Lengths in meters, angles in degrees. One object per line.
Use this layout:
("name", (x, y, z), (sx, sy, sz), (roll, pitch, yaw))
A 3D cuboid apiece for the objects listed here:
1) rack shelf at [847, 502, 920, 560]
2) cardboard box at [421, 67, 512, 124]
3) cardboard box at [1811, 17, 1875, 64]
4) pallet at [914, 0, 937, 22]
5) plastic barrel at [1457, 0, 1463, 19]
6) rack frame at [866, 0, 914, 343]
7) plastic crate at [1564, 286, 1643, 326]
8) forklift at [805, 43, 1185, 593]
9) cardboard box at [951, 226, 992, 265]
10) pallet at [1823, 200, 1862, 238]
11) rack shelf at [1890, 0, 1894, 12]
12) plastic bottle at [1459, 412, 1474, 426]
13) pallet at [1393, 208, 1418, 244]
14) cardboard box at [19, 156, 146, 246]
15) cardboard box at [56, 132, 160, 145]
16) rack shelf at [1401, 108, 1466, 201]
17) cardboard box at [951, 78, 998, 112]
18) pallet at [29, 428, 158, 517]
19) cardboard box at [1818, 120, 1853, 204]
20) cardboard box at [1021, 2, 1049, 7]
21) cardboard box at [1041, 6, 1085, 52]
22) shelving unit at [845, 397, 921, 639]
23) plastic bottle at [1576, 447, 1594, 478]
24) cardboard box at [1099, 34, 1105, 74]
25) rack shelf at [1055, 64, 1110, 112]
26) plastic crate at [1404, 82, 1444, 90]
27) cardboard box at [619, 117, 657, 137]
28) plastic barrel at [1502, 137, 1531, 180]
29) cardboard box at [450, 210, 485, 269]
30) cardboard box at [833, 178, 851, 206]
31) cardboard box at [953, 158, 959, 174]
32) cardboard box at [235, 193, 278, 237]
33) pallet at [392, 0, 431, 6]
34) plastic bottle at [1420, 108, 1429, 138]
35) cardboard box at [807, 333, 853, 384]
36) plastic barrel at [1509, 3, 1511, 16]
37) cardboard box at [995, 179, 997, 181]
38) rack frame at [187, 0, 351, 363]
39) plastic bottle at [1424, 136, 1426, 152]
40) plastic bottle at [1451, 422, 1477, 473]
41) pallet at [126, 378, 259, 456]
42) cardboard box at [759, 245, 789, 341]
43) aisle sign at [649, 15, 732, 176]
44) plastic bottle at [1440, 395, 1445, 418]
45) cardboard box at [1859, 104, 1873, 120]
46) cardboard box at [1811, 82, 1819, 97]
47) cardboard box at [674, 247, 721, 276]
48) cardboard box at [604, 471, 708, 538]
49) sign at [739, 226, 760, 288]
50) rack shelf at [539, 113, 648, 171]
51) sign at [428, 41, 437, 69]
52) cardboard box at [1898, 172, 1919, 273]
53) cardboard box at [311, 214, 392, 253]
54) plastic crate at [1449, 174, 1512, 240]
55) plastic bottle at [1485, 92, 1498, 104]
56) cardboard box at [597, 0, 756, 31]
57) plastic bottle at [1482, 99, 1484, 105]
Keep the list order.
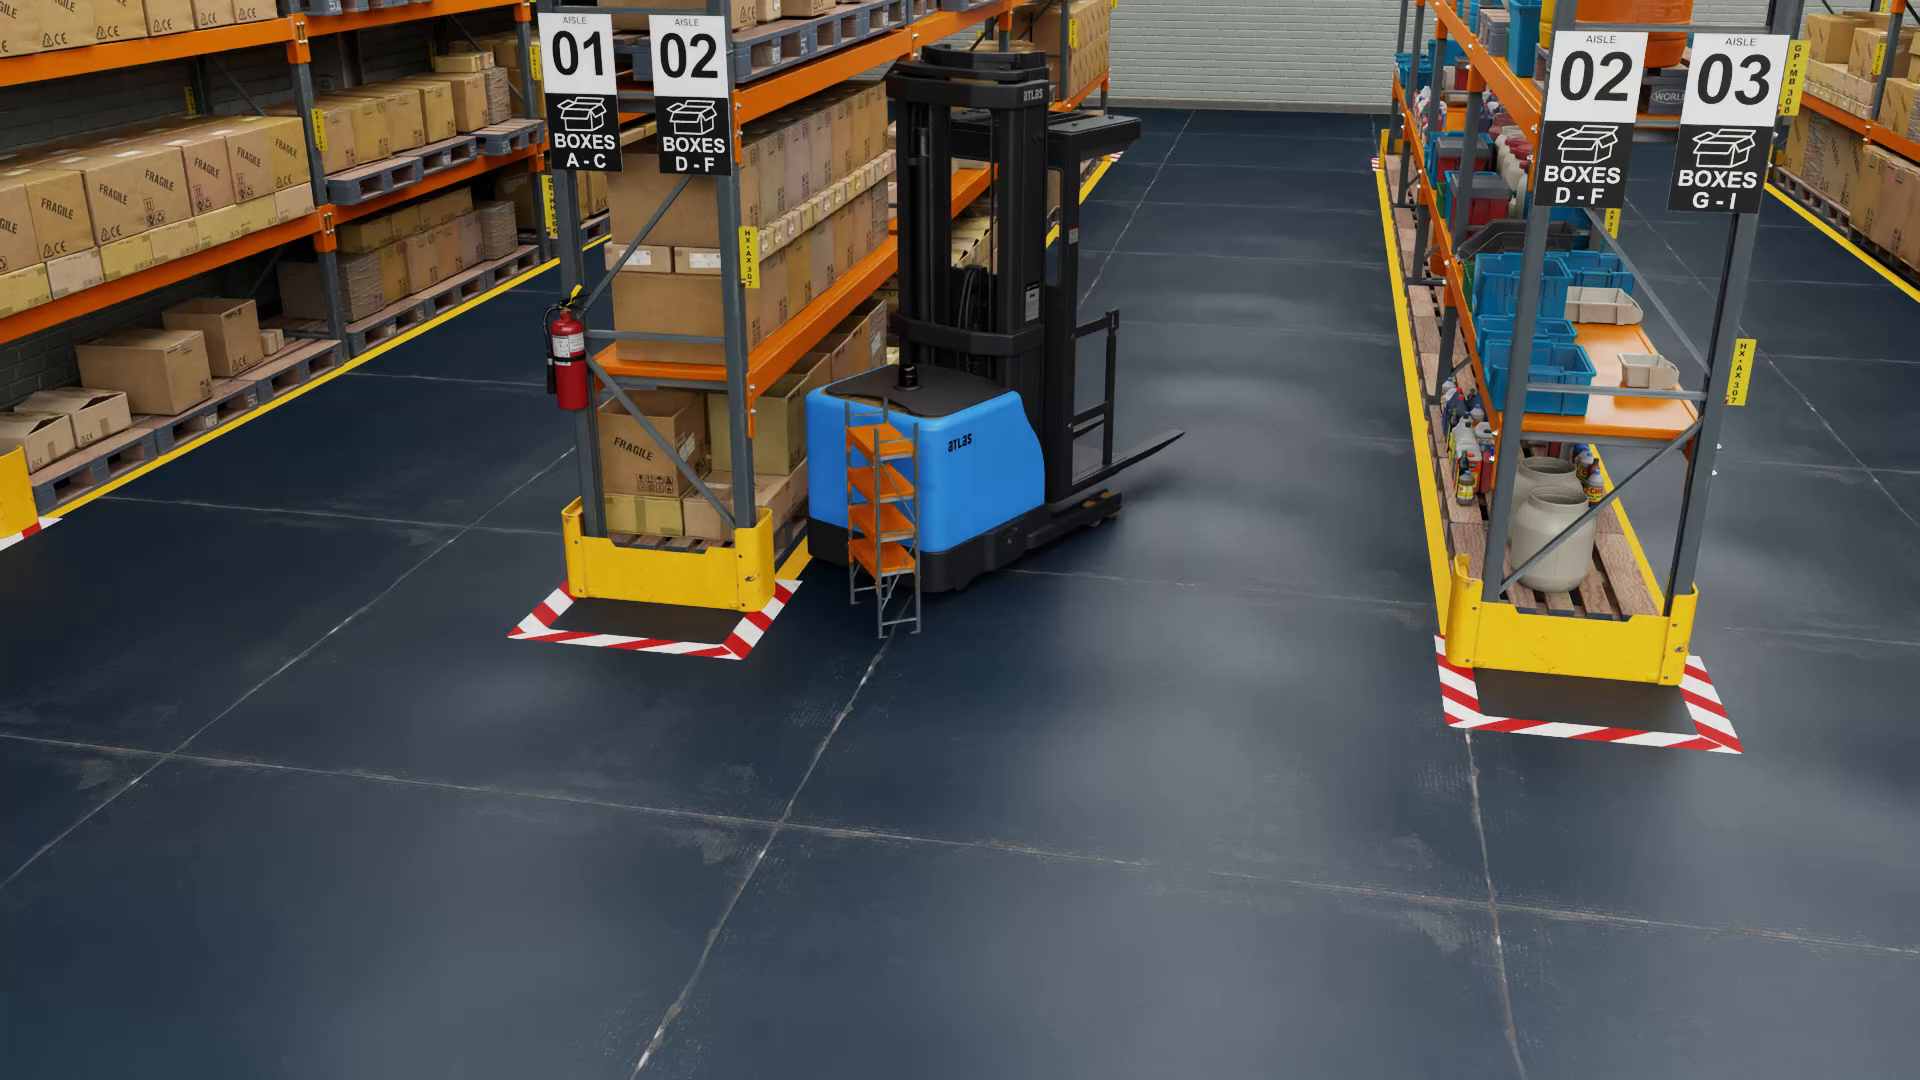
("rack shelf", (-0.420, -0.061, 9.078), (0.258, 0.148, 0.480), (-8, 23, -20))
("cardboard box", (-4.959, -4.478, 16.734), (0.700, 0.500, 0.500), (2, 22, 5))
("cardboard box", (10.743, -6.081, 20.237), (0.500, 0.500, 0.500), (4, 22, 9))
("pallet", (-0.671, -4.187, 12.976), (0.805, 0.209, 1.217), (4, 22, 9))
("plastic barrel", (4.168, -4.487, 12.793), (0.600, 0.901, 0.708), (4, 22, 11))
("rack frame", (-0.838, -2.561, 12.697), (1.000, 3.000, 0.127), (4, 22, 11))
("plastic crate", (3.927, -1.446, 10.283), (0.530, 0.136, 0.437), (4, 22, 11))
("forklift", (0.385, -1.545, 10.266), (1.130, 2.935, 3.031), (16, 27, 35))
("cardboard box", (0.012, -2.802, 15.664), (0.500, 0.311, 0.500), (4, 22, 10))
("pallet", (10.723, -3.709, 19.280), (1.003, 0.211, 1.213), (4, 22, 11))
("rack shelf", (10.899, -6.519, 19.473), (1.077, 0.370, 4.000), (4, 22, 11))
("plastic bottle", (3.407, -0.731, 11.217), (0.097, 0.271, 0.097), (0, 22, 0))
("pallet", (5.444, -3.535, 18.849), (1.003, 0.211, 1.213), (4, 22, 11))
("cardboard box", (-5.891, -2.282, 11.175), (0.500, 0.500, 0.500), (4, 22, 9))
("cardboard box", (-6.205, -2.698, 12.208), (0.500, 0.500, 0.500), (5, 22, 12))
("rack shelf", (5.234, -4.043, 17.339), (1.077, 0.370, 4.000), (4, 22, 11))
("cardboard box", (-0.004, -4.504, 16.825), (0.700, 0.500, 0.500), (-3, 22, -7))
("pallet", (-6.289, -0.503, 11.320), (1.003, 0.211, 1.213), (4, 22, 11))
("cardboard box", (10.888, -4.504, 19.803), (0.875, 0.875, 0.875), (4, 22, 11))
("cardboard box", (0.849, -6.573, 21.188), (0.500, 0.500, 0.500), (5, 22, 11))
("cardboard box", (1.270, -6.336, 20.599), (0.500, 0.500, 0.500), (4, 22, 9))
("shelving unit", (-0.420, -0.123, 9.053), (0.258, 1.200, 0.503), (-8, 23, -20))
("plastic bottle", (3.959, -0.459, 10.541), (0.097, 0.271, 0.097), (0, 22, 0))
("cardboard box", (1.683, -6.621, 22.645), (0.500, 0.500, 0.500), (5, 22, 11))
("rack shelf", (1.202, -5.884, 21.912), (1.077, 0.370, 4.000), (4, 22, 11))
("plastic crate", (5.608, -5.438, 20.128), (0.437, 0.125, 0.590), (4, 22, 11))
("cardboard box", (-4.062, -4.813, 20.604), (0.750, 0.750, 0.750), (5, 22, 12))
("plastic barrel", (4.658, -3.005, 13.617), (0.433, 0.535, 0.433), (0, 22, 0))
("cardboard box", (-5.187, -2.998, 16.539), (0.700, 0.500, 0.500), (4, 22, 11))
("cardboard box", (-0.945, -2.328, 11.117), (0.380, 0.149, 0.250), (5, 22, 12))
("cardboard box", (-0.227, -3.437, 15.207), (0.380, 0.149, 0.250), (6, 23, 15))
("cardboard box", (-5.598, -2.499, 12.717), (0.500, 0.250, 0.500), (5, 22, 11))
("pallet", (-5.250, -4.839, 14.589), (1.213, 0.211, 1.003), (4, 22, 11))
("plastic bottle", (4.798, -4.275, 17.020), (0.144, 0.351, 0.185), (4, 22, 11))
("cardboard box", (-1.019, -1.093, 11.166), (0.500, 0.500, 0.500), (4, 22, 11))
("plastic barrel", (3.702, -3.645, 10.140), (0.600, 0.901, 0.708), (4, 22, 11))
("cardboard box", (0.660, -3.779, 18.479), (0.500, 0.500, 0.500), (4, 22, 9))
("rack frame", (-5.689, -2.937, 13.631), (1.000, 3.000, 0.127), (4, 22, 11))
("plastic bottle", (4.599, -3.894, 16.273), (0.097, 0.201, 0.097), (0, 22, 0))
("plastic bottle", (3.276, -0.601, 10.788), (0.144, 0.351, 0.185), (5, 23, 13))
("pallet", (-6.038, -0.948, 12.424), (1.003, 0.211, 1.213), (4, 22, 11))
("cardboard box", (-1.444, -1.507, 9.945), (0.700, 0.500, 0.500), (5, 22, 12))
("aisle sign", (-1.368, -2.256, 8.461), (0.394, 0.787, 0.004), (4, 22, 11))
("plastic bottle", (3.495, -0.968, 11.898), (0.097, 0.201, 0.097), (0, 22, 0))
("cardboard box", (10.233, -4.750, 18.469), (0.380, 0.149, 0.250), (5, 22, 11))
("cardboard box", (10.652, -5.501, 20.334), (0.380, 0.149, 0.250), (4, 22, 10))
("cardboard box", (-1.364, -1.572, 9.240), (0.380, 0.149, 0.250), (4, 22, 11))
("cardboard box", (-1.834, -0.236, 10.043), (0.500, 0.250, 0.500), (4, 22, 11))
("sign", (-1.113, -1.492, 8.778), (0.100, 0.325, 0.005), (4, 22, 11))
("rack shelf", (-4.464, -4.798, 19.214), (1.077, 0.370, 4.000), (4, 22, 11))
("sign", (-5.416, -4.978, 17.149), (0.100, 0.325, 0.005), (4, 22, 11))
("cardboard box", (10.025, -3.053, 16.200), (1.225, 0.875, 0.875), (5, 22, 11))
("cardboard box", (-5.468, -2.761, 14.948), (0.500, 0.250, 0.500), (4, 22, 10))
("plastic crate", (3.809, -2.412, 12.242), (0.402, 0.464, 0.583), (4, 22, 11))
("plastic bottle", (5.737, -4.656, 17.965), (0.144, 0.351, 0.185), (4, 22, 11))
("cardboard box", (-1.533, -3.007, 8.901), (0.797, 0.503, 0.637), (6, 23, 15))
("plastic bottle", (5.596, -4.667, 17.993), (0.144, 0.351, 0.185), (4, 22, 11))
